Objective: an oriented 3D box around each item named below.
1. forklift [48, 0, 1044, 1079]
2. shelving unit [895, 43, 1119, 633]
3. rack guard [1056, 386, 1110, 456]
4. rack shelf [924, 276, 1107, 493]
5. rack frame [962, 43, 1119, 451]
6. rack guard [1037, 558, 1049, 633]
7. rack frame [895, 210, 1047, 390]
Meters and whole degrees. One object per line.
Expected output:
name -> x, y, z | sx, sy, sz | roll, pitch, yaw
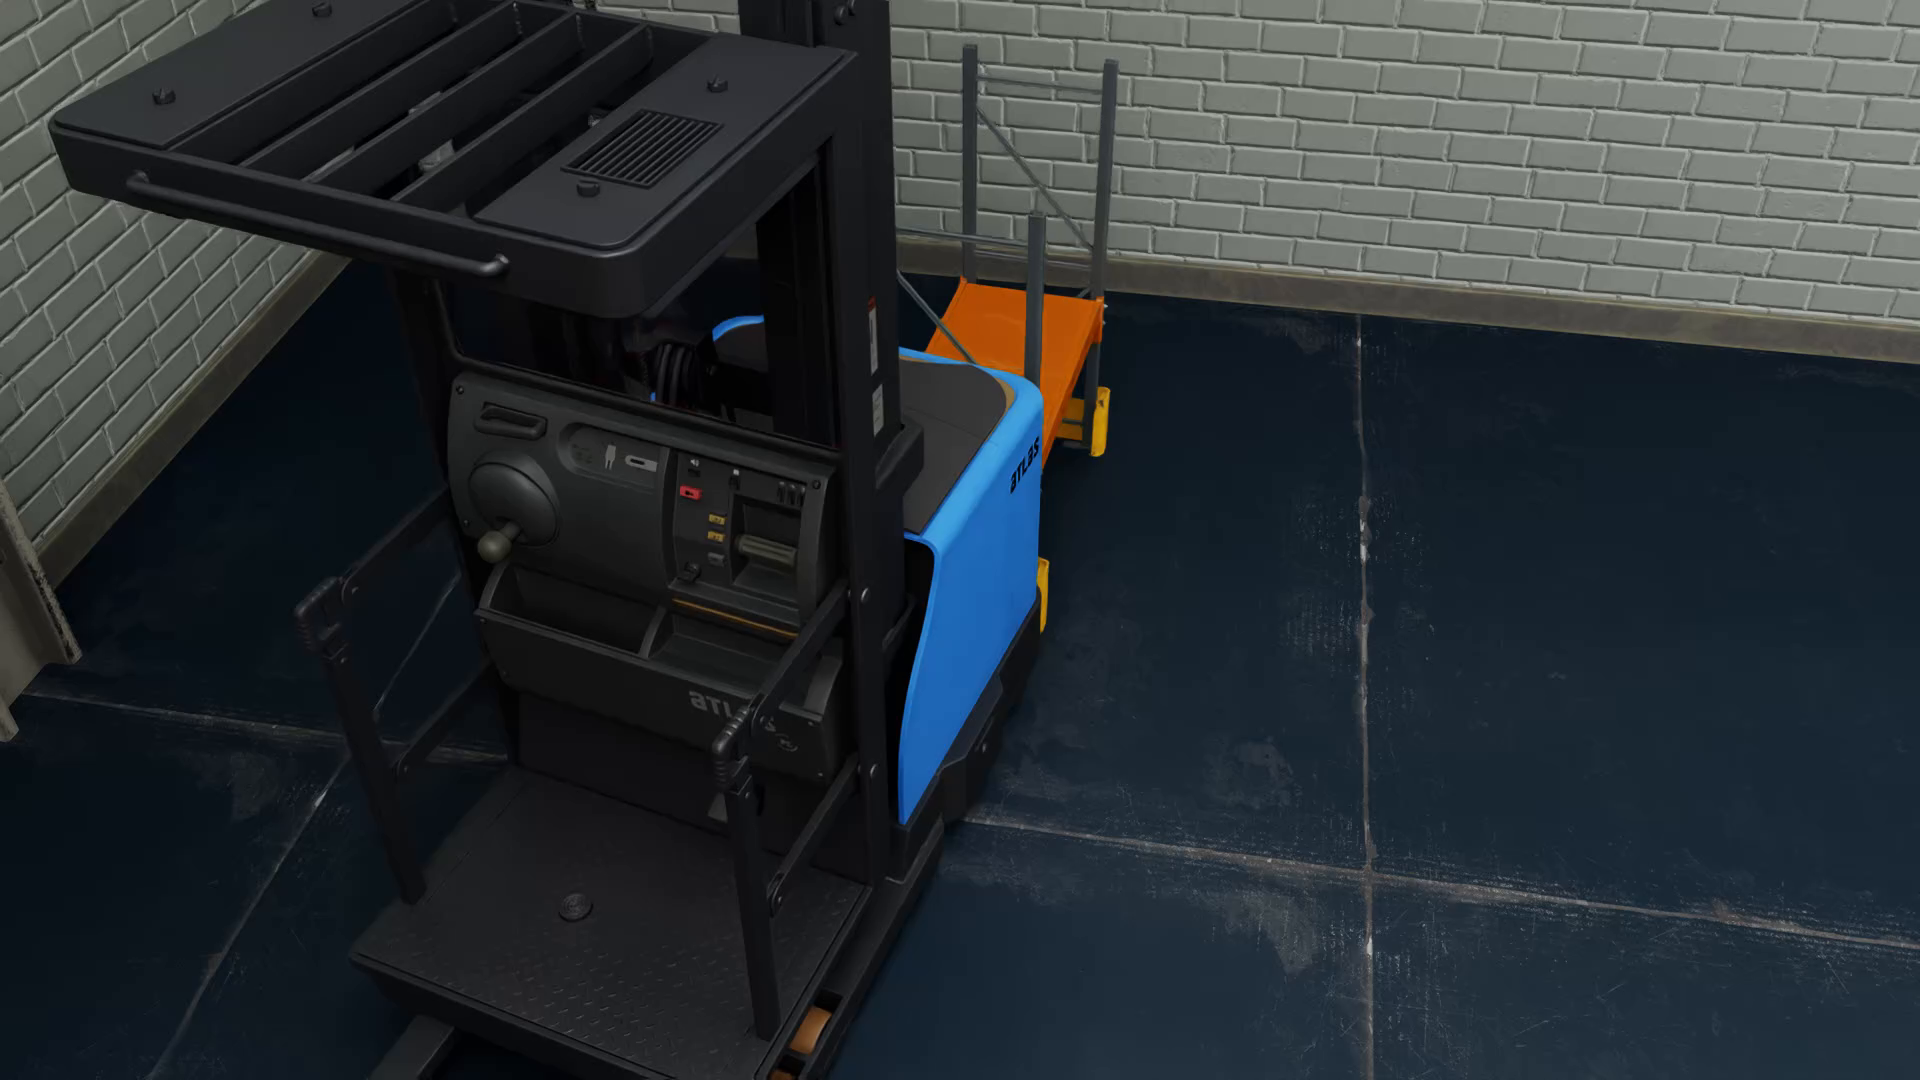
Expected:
forklift -> -0.792, -0.003, 3.453 | 1.130, 2.935, 3.031 | 15, 42, 17
shelving unit -> 0.123, -0.652, 5.362 | 0.587, 1.500, 1.083 | 10, 41, 12
rack guard -> 0.253, -0.477, 6.130 | 0.587, 0.250, 0.087 | 10, 41, 12
rack shelf -> 0.120, -0.508, 5.469 | 0.538, 0.185, 1.000 | 10, 41, 12
rack frame -> 0.253, -0.959, 5.733 | 0.500, 1.500, 0.032 | 10, 41, 12
rack guard -> -0.007, 0.136, 5.389 | 0.587, 0.250, 0.087 | 10, 41, 12
rack frame -> -0.012, -0.334, 4.977 | 0.500, 1.500, 0.032 | 10, 41, 12
